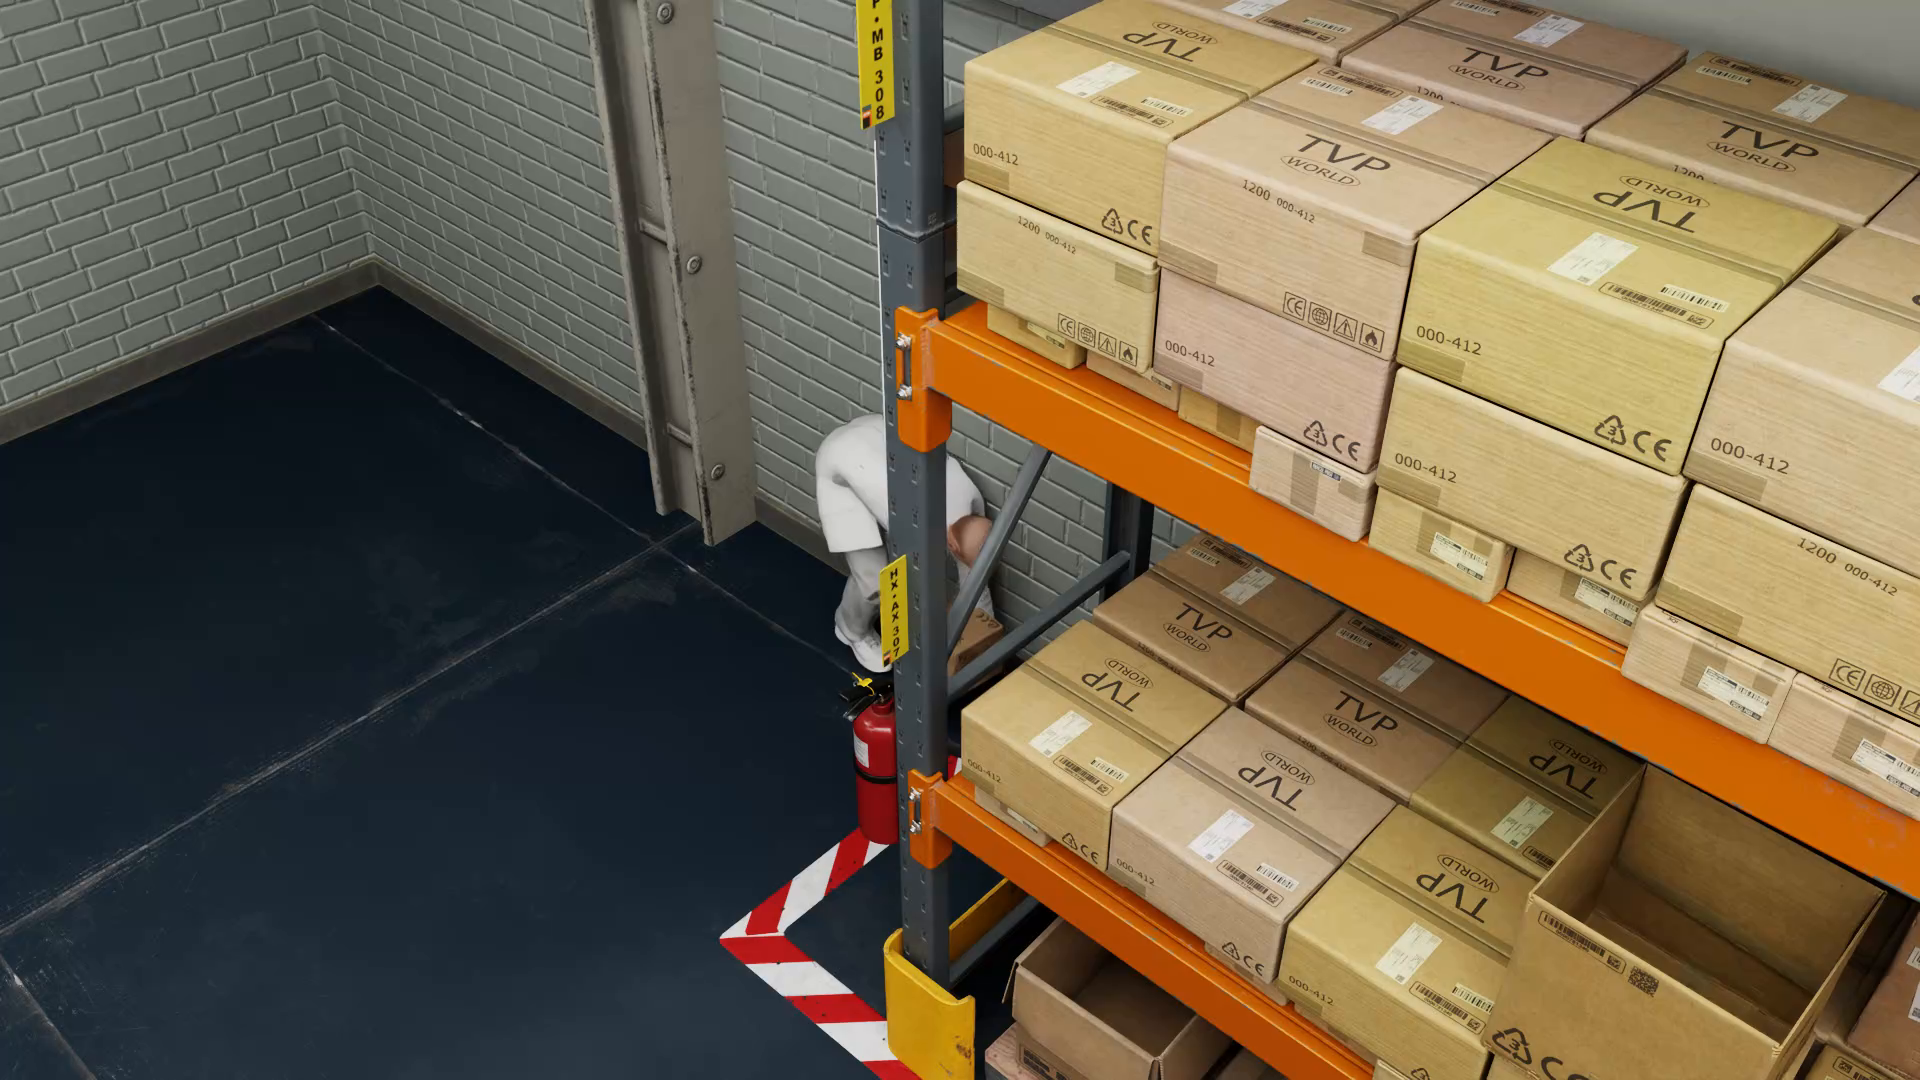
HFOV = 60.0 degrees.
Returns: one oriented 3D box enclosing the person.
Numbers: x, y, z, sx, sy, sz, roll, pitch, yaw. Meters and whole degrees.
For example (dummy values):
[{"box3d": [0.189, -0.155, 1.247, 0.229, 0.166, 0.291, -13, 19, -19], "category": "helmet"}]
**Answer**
[{"box3d": [-0.170, 0.081, 6.613, 0.578, 1.089, 0.949, -31, 48, -32], "category": "person"}]
